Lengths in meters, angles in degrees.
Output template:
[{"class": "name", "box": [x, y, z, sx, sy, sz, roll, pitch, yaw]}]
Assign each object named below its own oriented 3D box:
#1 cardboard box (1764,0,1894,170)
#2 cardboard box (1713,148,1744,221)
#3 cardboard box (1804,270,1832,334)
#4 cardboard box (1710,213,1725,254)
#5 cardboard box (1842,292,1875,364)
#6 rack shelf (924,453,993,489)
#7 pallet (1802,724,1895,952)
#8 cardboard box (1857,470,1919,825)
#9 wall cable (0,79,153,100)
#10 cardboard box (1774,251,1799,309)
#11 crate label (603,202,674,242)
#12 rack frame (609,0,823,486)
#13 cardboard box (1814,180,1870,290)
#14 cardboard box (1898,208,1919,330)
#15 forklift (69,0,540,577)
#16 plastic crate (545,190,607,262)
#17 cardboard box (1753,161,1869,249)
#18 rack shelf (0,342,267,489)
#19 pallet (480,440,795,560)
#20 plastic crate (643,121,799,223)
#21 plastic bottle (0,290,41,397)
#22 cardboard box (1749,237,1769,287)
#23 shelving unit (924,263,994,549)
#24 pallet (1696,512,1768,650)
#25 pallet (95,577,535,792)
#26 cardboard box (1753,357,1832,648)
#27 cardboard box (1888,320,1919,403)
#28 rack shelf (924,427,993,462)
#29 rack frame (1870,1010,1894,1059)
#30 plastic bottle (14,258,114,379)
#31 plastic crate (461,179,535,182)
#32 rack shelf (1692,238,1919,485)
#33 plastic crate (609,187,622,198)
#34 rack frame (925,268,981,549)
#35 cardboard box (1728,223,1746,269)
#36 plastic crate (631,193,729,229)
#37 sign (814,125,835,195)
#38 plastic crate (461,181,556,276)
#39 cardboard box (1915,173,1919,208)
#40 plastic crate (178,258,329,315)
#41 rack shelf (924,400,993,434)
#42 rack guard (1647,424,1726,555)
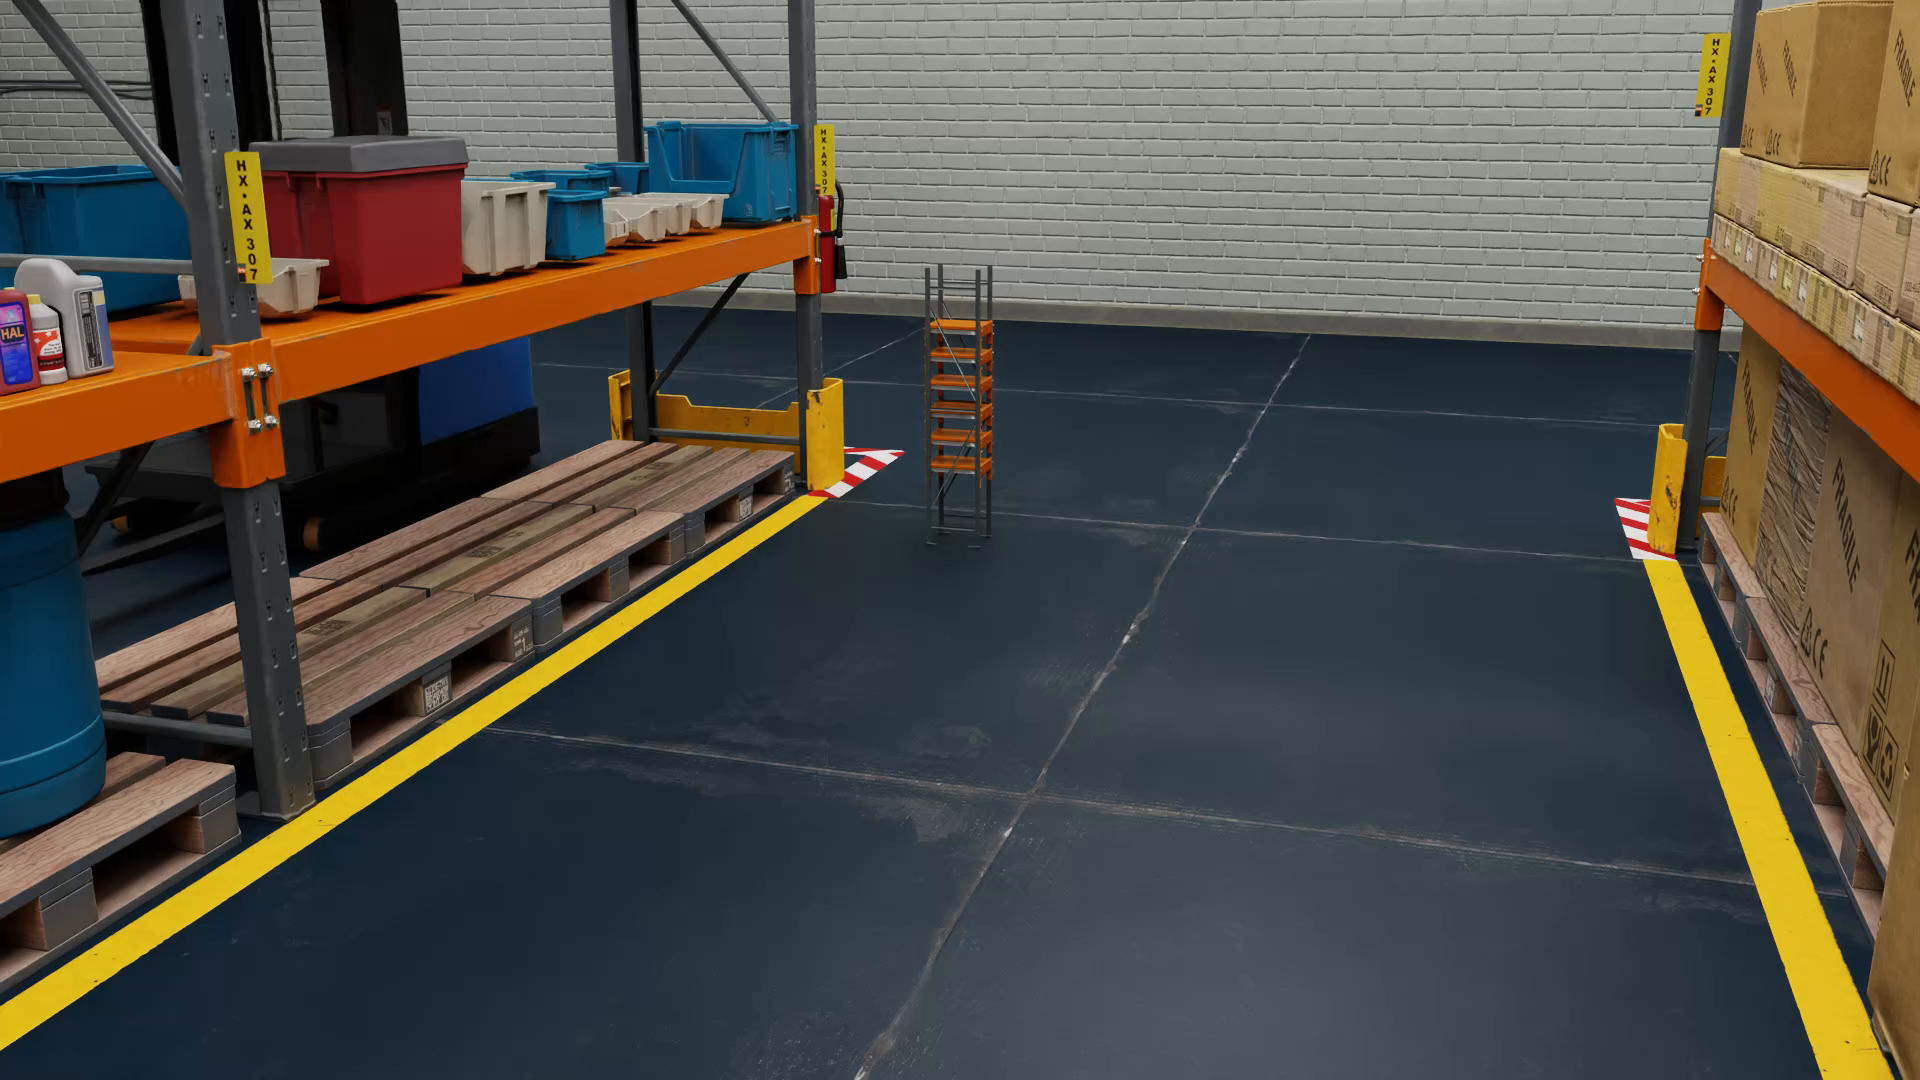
[{"class": "cardboard box", "box": [2.896, -1.440, 5.264, 0.500, 0.500, 0.500, 4, 16, 14]}, {"class": "cardboard box", "box": [3.179, -1.346, 6.307, 0.500, 0.250, 0.500, 4, 16, 14]}, {"class": "cardboard box", "box": [2.575, -0.654, 4.597, 0.380, 0.149, 0.250, 4, 16, 15]}, {"class": "cardboard box", "box": [3.157, -1.192, 6.494, 0.380, 0.149, 0.250, 5, 17, 17]}, {"class": "cardboard box", "box": [2.430, -0.519, 4.123, 0.380, 0.149, 0.250, 5, 17, 17]}, {"class": "rack shelf", "box": [-0.004, -0.300, 7.230, 0.258, 0.103, 0.180, 5, 16, 16]}, {"class": "pallet", "box": [2.729, 0.816, 4.067, 1.003, 0.211, 1.213, 5, 16, 16]}, {"class": "cardboard box", "box": [2.702, 0.321, 3.826, 0.875, 0.875, 0.875, 5, 16, 16]}, {"class": "wall cable", "box": [-8.723, -5.376, 15.484, 3.097, 2.526, 0.112, 5, 16, 16]}, {"class": "cardboard box", "box": [2.721, -0.789, 5.074, 0.380, 0.149, 0.250, 4, 16, 14]}, {"class": "crate label", "box": [-1.384, -1.289, 6.750, 0.396, 0.136, 0.243, 5, 16, 16]}, {"class": "rack frame", "box": [-1.174, -1.764, 8.051, 1.000, 3.000, 0.127, 5, 16, 16]}, {"class": "cardboard box", "box": [2.601, -0.809, 4.415, 0.500, 0.250, 0.500, 5, 17, 17]}, {"class": "cardboard box", "box": [2.312, -0.540, 3.466, 0.500, 0.250, 0.500, 4, 16, 15]}, {"class": "forklift", "box": [-3.121, -1.469, 7.137, 1.130, 2.935, 3.031, 5, 17, 17]}, {"class": "plastic crate", "box": [-1.512, -1.155, 6.101, 0.416, 0.233, 0.300, 5, 16, 16]}, {"class": "cardboard box", "box": [2.892, -1.078, 5.364, 0.500, 0.250, 0.500, 4, 16, 14]}, {"class": "rack shelf", "box": [-2.879, 0.152, 2.614, 1.077, 0.370, 4.000, 5, 16, 16]}, {"class": "pallet", "box": [-1.446, -0.209, 7.681, 1.003, 0.211, 1.213, 5, 16, 16]}, {"class": "plastic crate", "box": [-1.090, -1.708, 7.678, 0.616, 0.435, 0.499, 5, 16, 16]}, {"class": "plastic bottle", "box": [-2.135, -0.469, 3.699, 0.061, 0.283, 0.133, 5, 16, 16]}, {"class": "cardboard box", "box": [2.867, -0.923, 5.545, 0.380, 0.149, 0.250, 4, 16, 15]}, {"class": "shelving unit", "box": [-0.004, -0.573, 7.152, 0.258, 1.200, 0.189, 5, 16, 16]}, {"class": "pallet", "box": [3.422, 0.177, 6.318, 1.003, 0.211, 1.213, 5, 16, 16]}, {"class": "pallet", "box": [-2.139, 0.429, 5.430, 1.003, 0.211, 1.213, 5, 16, 16]}, {"class": "cardboard box", "box": [3.211, -0.148, 5.478, 0.875, 0.875, 0.875, 5, 16, 16]}, {"class": "cardboard box", "box": [2.283, -0.385, 3.650, 0.380, 0.149, 0.250, 5, 17, 17]}, {"class": "rack shelf", "box": [-0.004, -0.415, 7.197, 0.258, 0.103, 0.180, 5, 16, 16]}, {"class": "rack frame", "box": [2.438, -0.333, 3.007, 1.000, 3.000, 0.127, 5, 16, 16]}, {"class": "plastic bottle", "box": [-2.113, -0.529, 3.926, 0.152, 0.276, 0.135, 5, 16, 16]}, {"class": "plastic crate", "box": [-1.934, -1.329, 6.713, 0.416, 0.233, 0.300, 5, 16, 16]}, {"class": "rack shelf", "box": [3.006, -0.510, 4.950, 1.077, 0.370, 4.000, 5, 16, 16]}, {"class": "plastic crate", "box": [-1.731, -1.549, 7.667, 0.250, 0.136, 0.298, 5, 16, 16]}, {"class": "rack frame", "box": [-0.030, -0.550, 7.068, 0.240, 1.200, 0.006, 5, 16, 16]}, {"class": "cardboard box", "box": [3.013, -1.057, 6.020, 0.380, 0.149, 0.250, 4, 16, 15]}, {"class": "plastic crate", "box": [-1.232, -1.438, 7.277, 0.396, 0.136, 0.243, 5, 16, 16]}, {"class": "sign", "box": [-0.642, -1.804, 7.893, 0.100, 0.325, 0.005, 5, 16, 16]}, {"class": "plastic crate", "box": [-1.700, -1.074, 5.727, 0.437, 0.282, 0.530, 5, 16, 16]}, {"class": "cardboard box", "box": [2.312, -0.906, 3.382, 0.500, 0.500, 0.500, 5, 17, 17]}, {"class": "plastic crate", "box": [-2.042, -0.730, 4.779, 0.396, 0.136, 0.243, 5, 16, 16]}, {"class": "rack shelf", "box": [-0.004, -0.531, 7.164, 0.258, 0.103, 0.180, 5, 16, 16]}, {"class": "rack guard", "box": [3.581, -0.183, 7.060, 1.175, 0.500, 0.348, 5, 16, 16]}]
